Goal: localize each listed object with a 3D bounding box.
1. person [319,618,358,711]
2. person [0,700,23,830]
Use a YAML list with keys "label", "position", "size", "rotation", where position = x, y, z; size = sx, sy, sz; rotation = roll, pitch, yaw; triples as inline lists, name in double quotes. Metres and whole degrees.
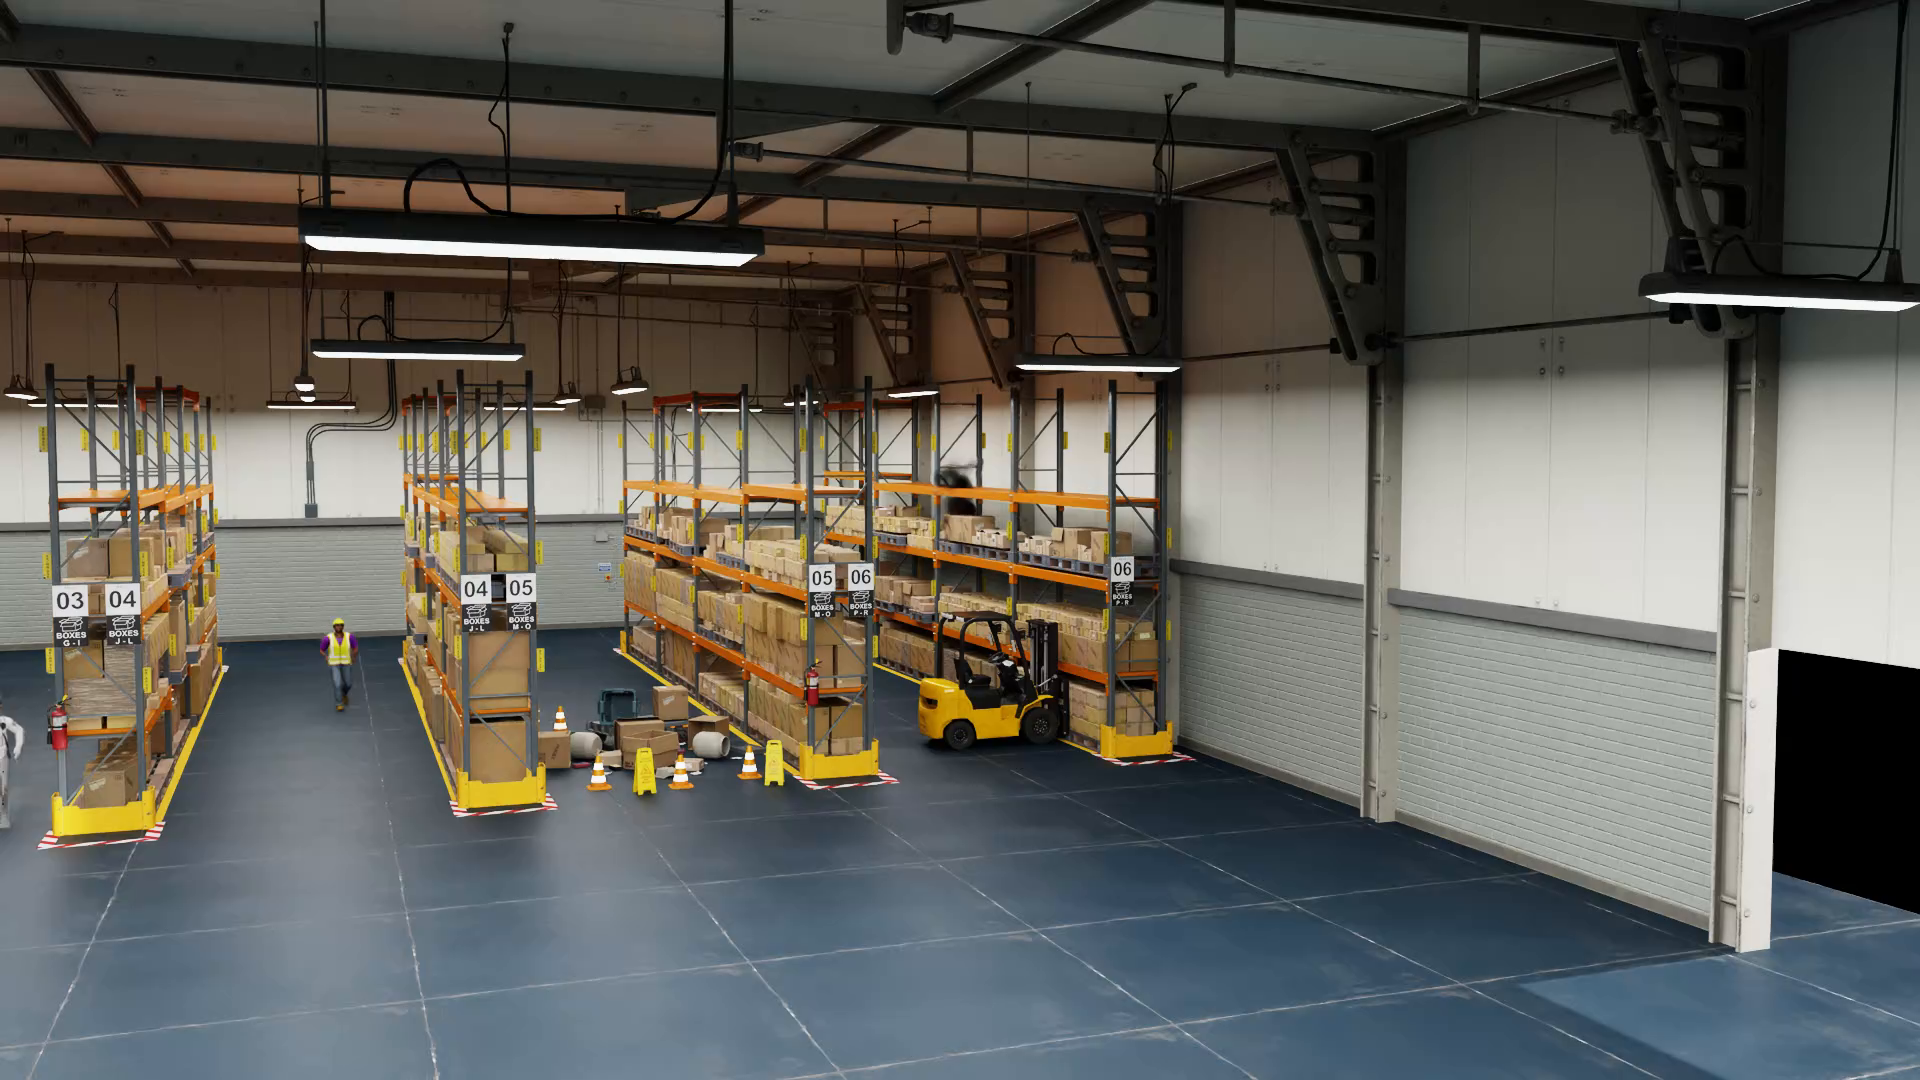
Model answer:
- label: "person"
  position: [-11.608, 2.323, 31.111]
  size: [0.696, 1.718, 0.605]
  rotation: [-2, 4, -28]
- label: "person"
  position: [-12.575, 2.902, 21.658]
  size: [0.637, 1.755, 0.719]
  rotation: [-2, 4, -25]
